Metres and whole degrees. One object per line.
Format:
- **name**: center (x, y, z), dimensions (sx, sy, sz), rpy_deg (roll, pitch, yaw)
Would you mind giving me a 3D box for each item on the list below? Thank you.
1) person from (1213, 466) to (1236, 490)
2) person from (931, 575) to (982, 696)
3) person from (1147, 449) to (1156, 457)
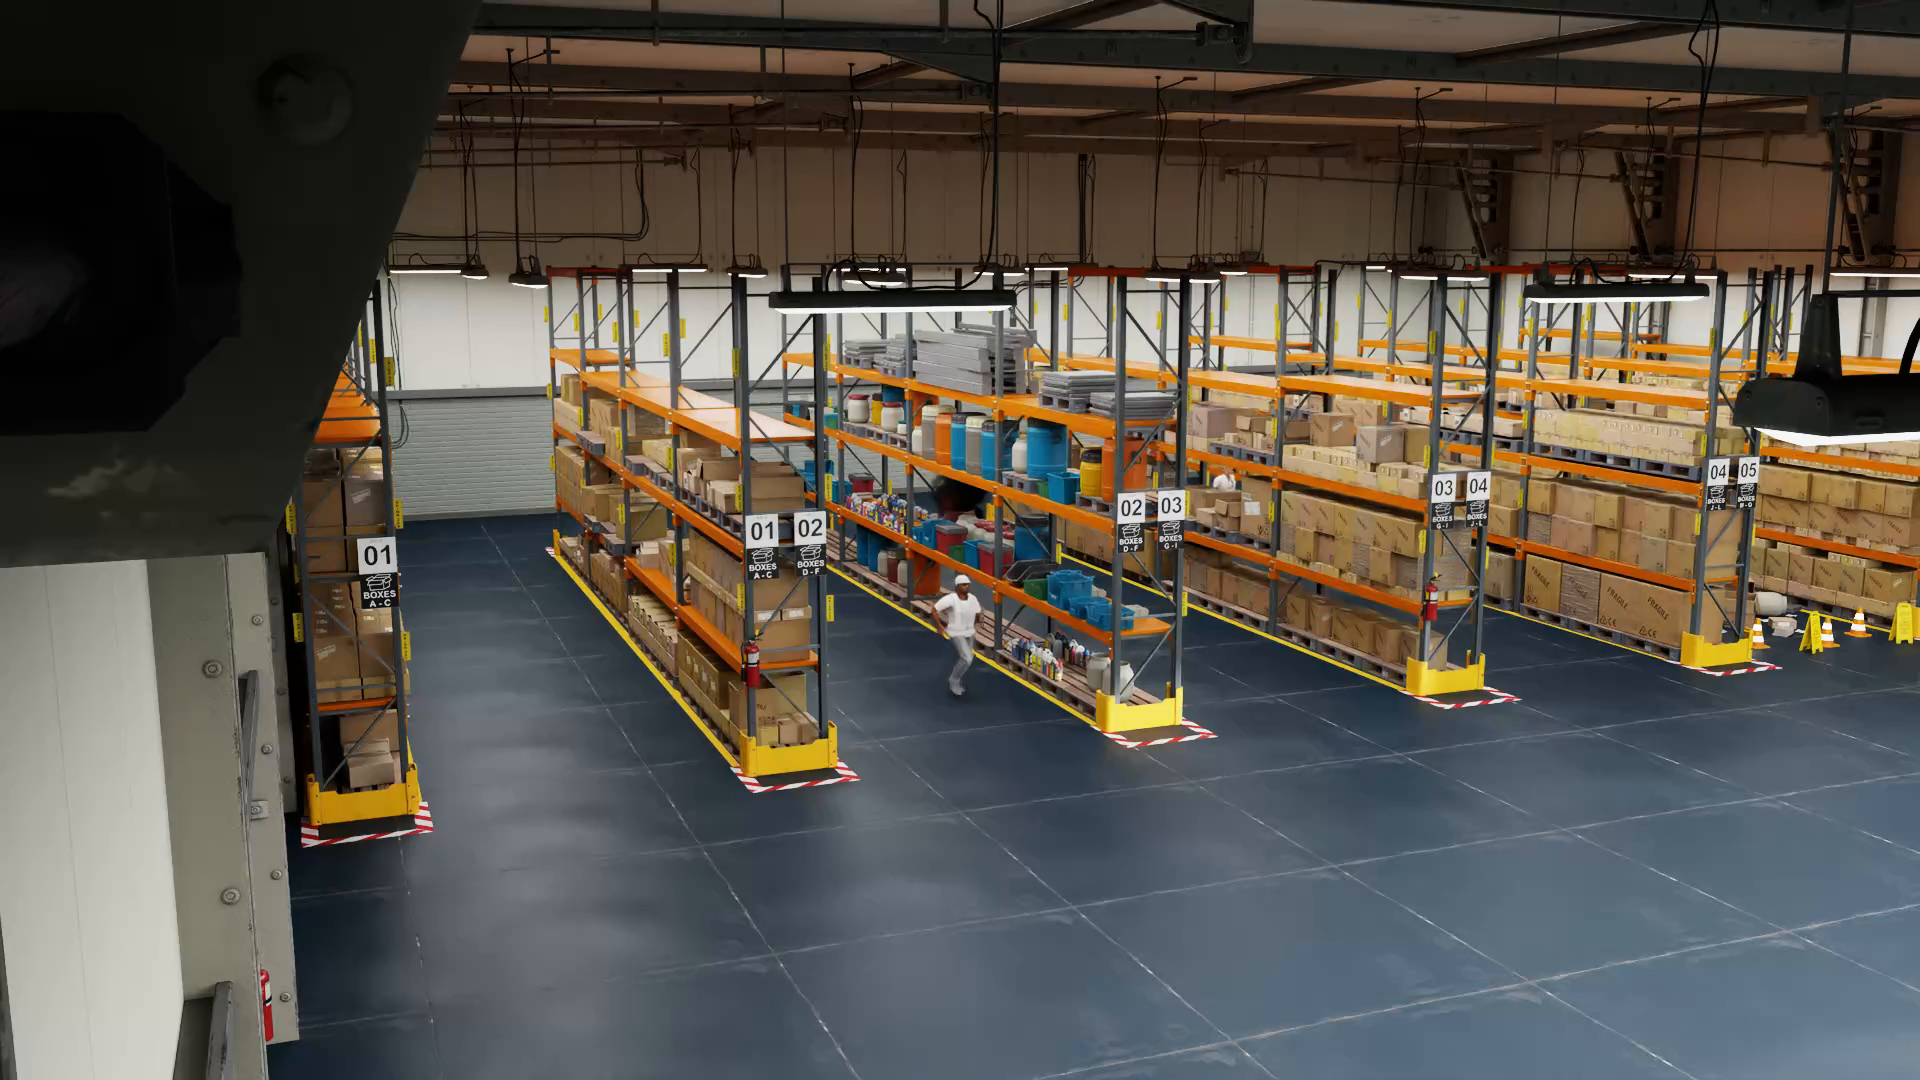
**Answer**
- **person**: center (5.746, -0.774, 35.915), dimensions (0.709, 1.762, 1.009), rpy_deg (-5, 11, -25)
- **person**: center (0.039, 1.360, 23.748), dimensions (0.692, 1.741, 0.660), rpy_deg (-8, 13, -40)
- **person**: center (4.830, -1.639, 41.298), dimensions (0.708, 1.740, 0.790), rpy_deg (-9, 13, -41)
